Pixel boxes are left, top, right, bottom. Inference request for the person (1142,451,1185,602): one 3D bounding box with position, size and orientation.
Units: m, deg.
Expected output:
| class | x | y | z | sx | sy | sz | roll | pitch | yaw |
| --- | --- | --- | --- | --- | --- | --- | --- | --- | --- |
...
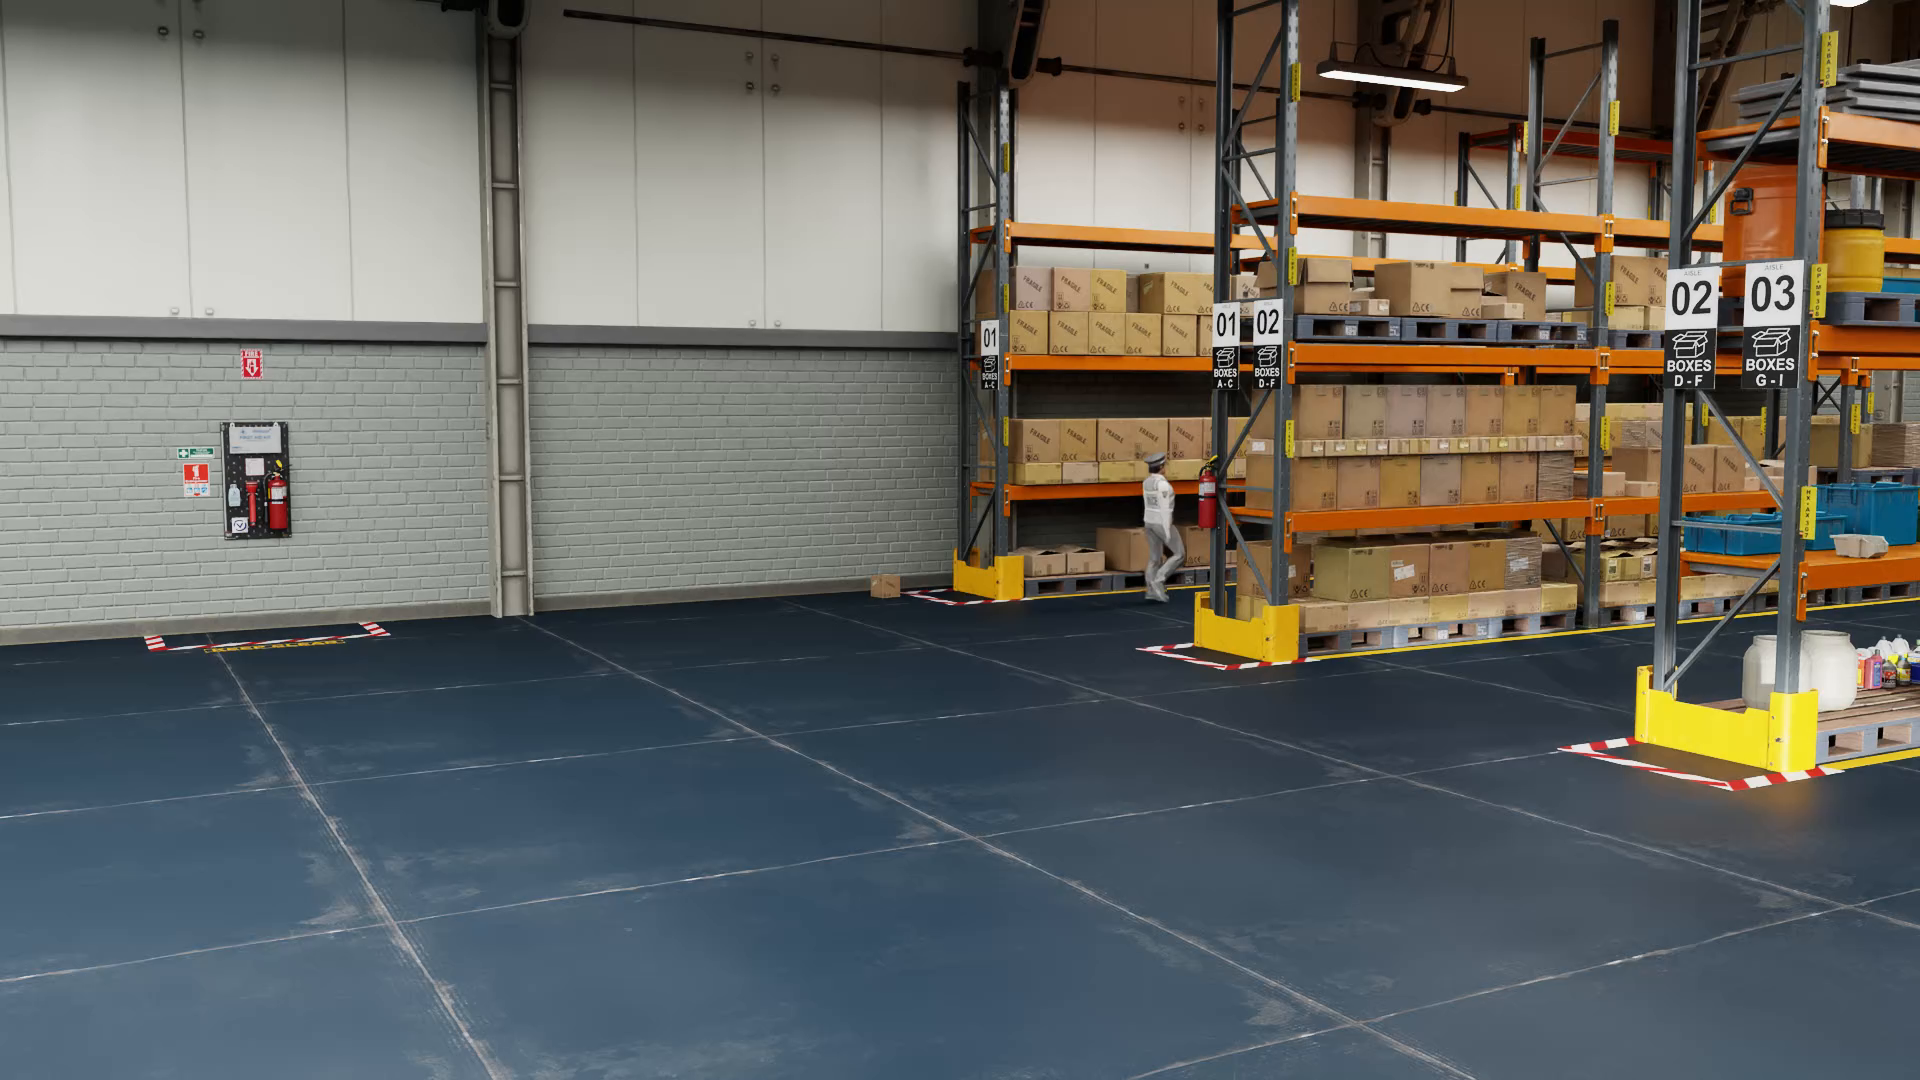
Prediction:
| class | x | y | z | sx | sy | sz | roll | pitch | yaw |
| --- | --- | --- | --- | --- | --- | --- | --- | --- | --- |
| person | 2.277 | -0.147 | 18.755 | 0.441 | 1.682 | 0.517 | -2 | 6 | -26 |
